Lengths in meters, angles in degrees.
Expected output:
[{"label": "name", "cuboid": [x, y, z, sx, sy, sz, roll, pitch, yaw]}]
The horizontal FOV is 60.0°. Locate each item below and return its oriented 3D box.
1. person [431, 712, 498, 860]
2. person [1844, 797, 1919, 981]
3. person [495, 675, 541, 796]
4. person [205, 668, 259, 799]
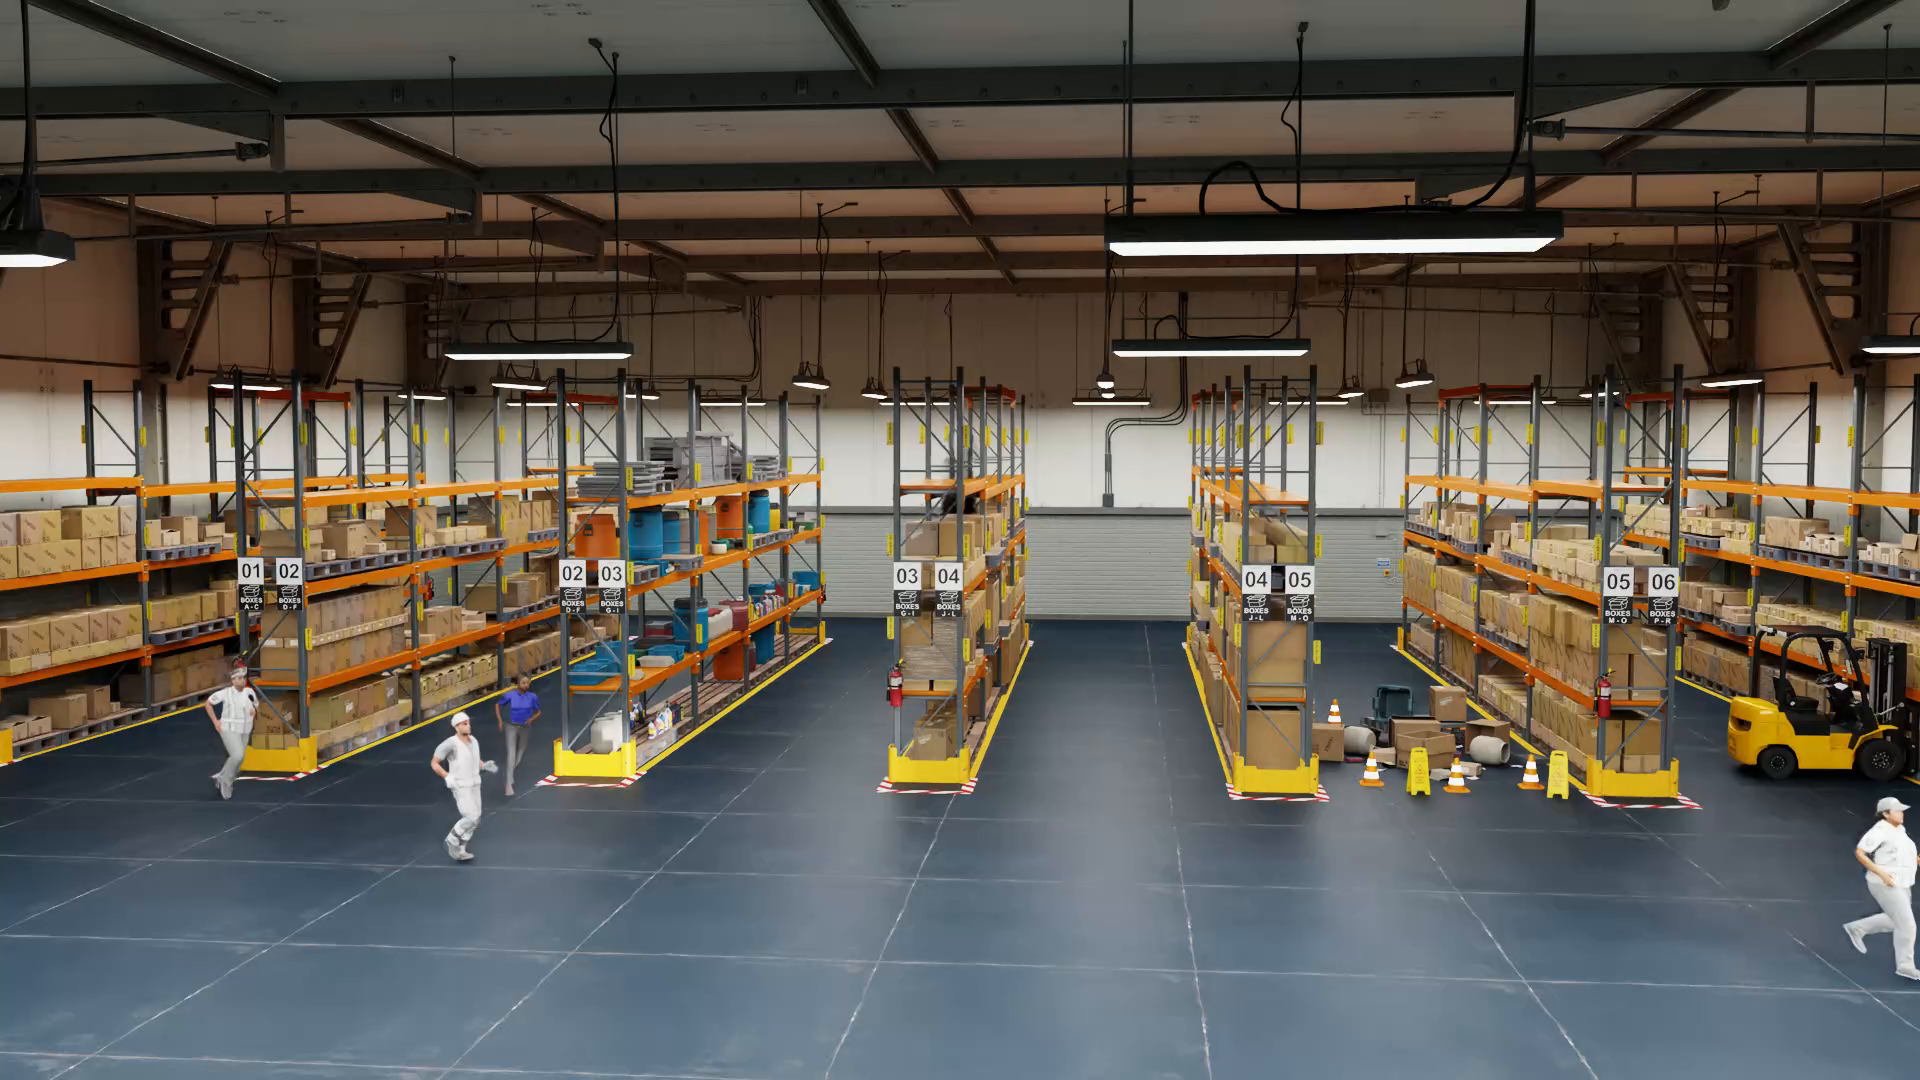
[{"label": "person", "cuboid": [-5.775, 2.901, 19.534, 0.584, 1.742, 0.643, 2, 4, 25]}, {"label": "person", "cuboid": [8.680, 3.221, 15.544, 0.621, 1.624, 0.824, -3, 5, -38]}, {"label": "person", "cuboid": [-6.263, 2.736, 23.617, 0.616, 1.661, 0.841, -2, 4, -27]}, {"label": "person", "cuboid": [-10.134, 2.691, 23.303, 0.664, 1.813, 0.658, 2, 4, 29]}]
